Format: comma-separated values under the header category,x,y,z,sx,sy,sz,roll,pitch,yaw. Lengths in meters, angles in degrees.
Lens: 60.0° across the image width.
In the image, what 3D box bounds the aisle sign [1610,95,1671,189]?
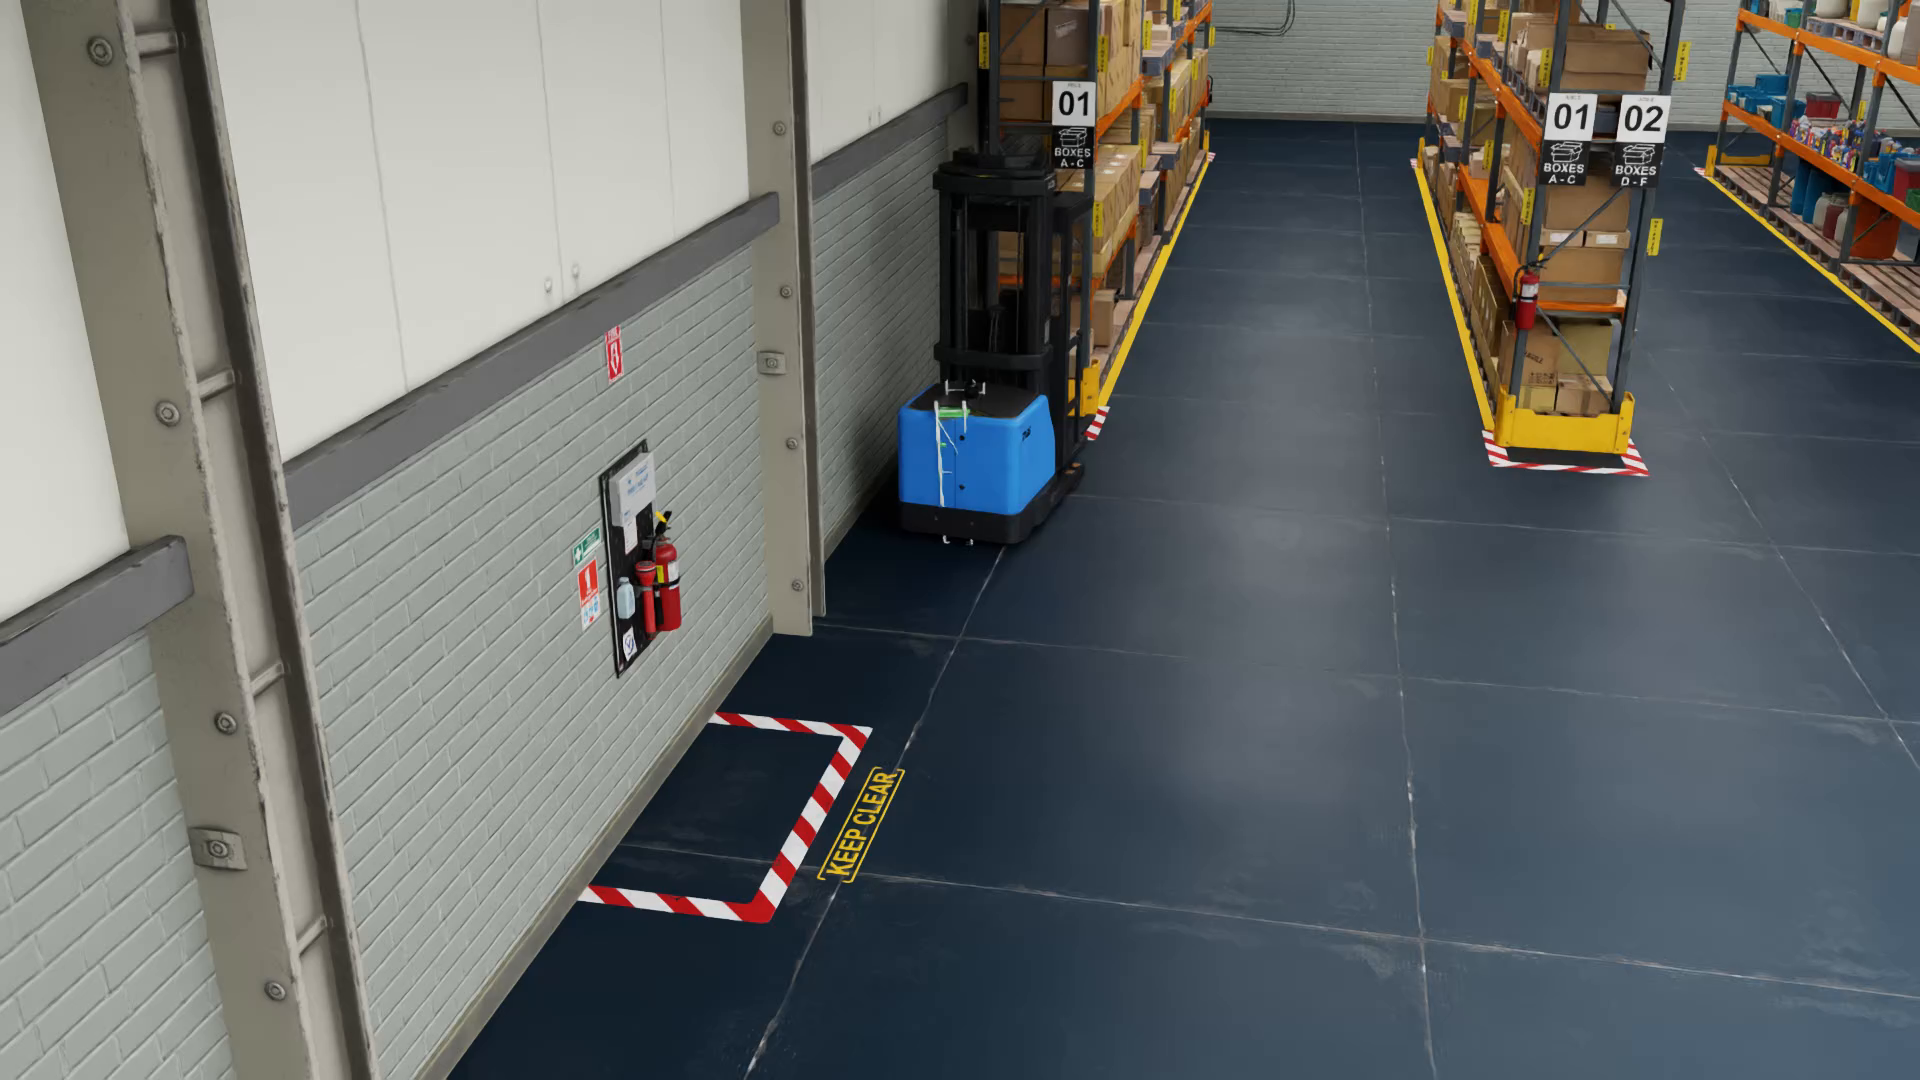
category,x,y,z,sx,sy,sz,roll,pitch,yaw
aisle sign,5.904,-3.455,14.436,0.394,0.787,0.004,4,22,11

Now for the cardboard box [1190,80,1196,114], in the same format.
category,x,y,z,sx,sy,sz,roll,pitch,yaw
cardboard box,3.343,-7.397,27.304,0.980,0.700,0.700,5,22,12

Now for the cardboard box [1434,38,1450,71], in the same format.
category,x,y,z,sx,sy,sz,roll,pitch,yaw
cardboard box,8.434,-8.324,28.534,0.500,0.500,0.500,5,22,11

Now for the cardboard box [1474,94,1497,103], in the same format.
category,x,y,z,sx,sy,sz,roll,pitch,yaw
cardboard box,7.642,-6.022,23.595,0.700,0.500,0.500,9,24,21

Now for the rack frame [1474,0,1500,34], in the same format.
category,x,y,z,sx,sy,sz,roll,pitch,yaw
rack frame,7.250,-8.005,21.184,1.000,3.000,0.127,4,22,11

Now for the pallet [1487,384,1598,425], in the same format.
category,x,y,z,sx,sy,sz,roll,pitch,yaw
pallet,5.732,-1.286,16.263,1.003,0.211,1.213,4,22,11

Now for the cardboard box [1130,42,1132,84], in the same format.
category,x,y,z,sx,sy,sz,roll,pitch,yaw
cardboard box,1.607,-5.195,18.061,0.500,0.500,0.500,3,22,6

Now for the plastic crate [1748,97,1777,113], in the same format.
category,x,y,z,sx,sy,sz,roll,pitch,yaw
plastic crate,13.028,-7.062,27.018,0.416,0.233,0.300,4,22,11

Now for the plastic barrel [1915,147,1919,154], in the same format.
category,x,y,z,sx,sy,sz,roll,pitch,yaw
plastic barrel,12.300,-4.713,20.859,0.600,0.536,0.708,4,22,11

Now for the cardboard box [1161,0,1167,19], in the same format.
category,x,y,z,sx,sy,sz,roll,pitch,yaw
cardboard box,2.625,-7.821,24.020,0.700,0.500,0.500,6,23,14

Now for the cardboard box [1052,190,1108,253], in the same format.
category,x,y,z,sx,sy,sz,roll,pitch,yaw
cardboard box,1.159,-3.112,16.235,0.500,0.500,0.500,4,22,11

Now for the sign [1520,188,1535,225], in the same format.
category,x,y,z,sx,sy,sz,roll,pitch,yaw
sign,5.089,-2.990,14.894,0.100,0.325,0.005,4,22,11

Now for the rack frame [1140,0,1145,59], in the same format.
category,x,y,z,sx,sy,sz,roll,pitch,yaw
rack frame,1.583,-6.918,18.486,1.000,3.000,0.127,4,22,11

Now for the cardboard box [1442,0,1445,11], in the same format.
category,x,y,z,sx,sy,sz,roll,pitch,yaw
cardboard box,8.313,-8.936,27.712,0.500,0.250,0.500,4,22,11

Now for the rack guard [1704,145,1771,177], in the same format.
category,x,y,z,sx,sy,sz,roll,pitch,yaw
rack guard,13.723,-6.619,29.119,1.175,0.500,0.348,4,22,11

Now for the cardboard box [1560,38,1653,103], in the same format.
category,x,y,z,sx,sy,sz,roll,pitch,yaw
cardboard box,5.739,-4.205,14.876,0.797,0.503,0.637,6,23,15

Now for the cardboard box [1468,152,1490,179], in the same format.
category,x,y,z,sx,sy,sz,roll,pitch,yaw
cardboard box,6.878,-4.868,21.546,0.500,0.311,0.500,4,22,10

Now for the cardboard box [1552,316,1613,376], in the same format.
category,x,y,z,sx,sy,sz,roll,pitch,yaw
cardboard box,6.045,-1.926,16.234,0.500,0.500,0.500,4,22,11

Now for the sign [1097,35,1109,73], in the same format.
category,x,y,z,sx,sy,sz,roll,pitch,yaw
sign,1.298,-4.428,15.148,0.100,0.325,0.005,4,22,11

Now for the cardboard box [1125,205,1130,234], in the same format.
category,x,y,z,sx,sy,sz,roll,pitch,yaw
cardboard box,1.586,-3.512,18.233,0.500,0.250,0.500,4,22,11

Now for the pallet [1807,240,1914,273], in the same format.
category,x,y,z,sx,sy,sz,roll,pitch,yaw
pallet,12.218,-3.841,22.608,1.003,0.211,1.213,4,22,11

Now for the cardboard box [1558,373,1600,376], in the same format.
category,x,y,z,sx,sy,sz,roll,pitch,yaw
cardboard box,6.043,-1.578,16.375,0.500,0.250,0.500,4,22,11

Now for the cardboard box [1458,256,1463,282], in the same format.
category,x,y,z,sx,sy,sz,roll,pitch,yaw
cardboard box,6.549,-3.410,20.924,0.500,0.250,0.500,5,22,12

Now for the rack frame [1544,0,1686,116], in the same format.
category,x,y,z,sx,sy,sz,roll,pitch,yaw
rack frame,5.617,-5.079,13.919,1.000,3.000,0.127,4,22,11

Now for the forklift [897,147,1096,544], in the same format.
category,x,y,z,sx,sy,sz,roll,pitch,yaw
forklift,0.462,-1.849,14.021,1.130,2.935,3.031,8,23,18

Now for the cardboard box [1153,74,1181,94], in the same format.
category,x,y,z,sx,sy,sz,roll,pitch,yaw
cardboard box,2.952,-6.666,24.327,0.500,0.250,0.500,5,22,11

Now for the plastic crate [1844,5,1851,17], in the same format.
category,x,y,z,sx,sy,sz,roll,pitch,yaw
plastic crate,13.436,-8.070,25.536,0.497,0.269,0.590,4,22,11

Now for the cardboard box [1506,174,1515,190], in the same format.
category,x,y,z,sx,sy,sz,roll,pitch,yaw
cardboard box,6.087,-3.836,17.862,0.380,0.149,0.250,4,22,10

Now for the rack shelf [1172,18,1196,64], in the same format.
category,x,y,z,sx,sy,sz,roll,pitch,yaw
rack shelf,2.808,-7.387,24.629,1.077,0.370,4.000,4,22,11

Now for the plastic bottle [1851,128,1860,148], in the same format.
category,x,y,z,sx,sy,sz,roll,pitch,yaw
plastic bottle,12.847,-5.762,23.818,0.097,0.271,0.097,0,22,0

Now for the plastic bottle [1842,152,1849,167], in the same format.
category,x,y,z,sx,sy,sz,roll,pitch,yaw
plastic bottle,11.871,-5.092,22.248,0.097,0.201,0.097,0,22,0

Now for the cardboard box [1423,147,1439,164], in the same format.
category,x,y,z,sx,sy,sz,roll,pitch,yaw
cardboard box,8.392,-6.716,29.106,0.500,0.250,0.500,4,22,11

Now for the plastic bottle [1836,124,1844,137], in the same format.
category,x,y,z,sx,sy,sz,roll,pitch,yaw
plastic bottle,13.025,-6.048,24.620,0.097,0.201,0.097,0,22,0

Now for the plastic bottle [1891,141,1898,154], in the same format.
category,x,y,z,sx,sy,sz,roll,pitch,yaw
plastic bottle,12.742,-5.295,22.659,0.097,0.271,0.097,0,22,0

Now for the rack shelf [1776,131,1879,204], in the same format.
category,x,y,z,sx,sy,sz,roll,pitch,yaw
rack shelf,12.506,-5.241,23.314,1.077,0.370,4.000,4,22,11

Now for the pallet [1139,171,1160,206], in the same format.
category,x,y,z,sx,sy,sz,roll,pitch,yaw
pallet,1.882,-4.315,20.309,1.003,0.211,1.213,4,22,11

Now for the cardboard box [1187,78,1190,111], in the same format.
category,x,y,z,sx,sy,sz,roll,pitch,yaw
cardboard box,3.368,-7.067,26.326,0.500,0.500,0.500,4,22,10

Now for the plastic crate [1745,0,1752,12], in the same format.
category,x,y,z,sx,sy,sz,roll,pitch,yaw
plastic crate,13.379,-8.980,27.795,0.497,0.269,0.590,4,22,11

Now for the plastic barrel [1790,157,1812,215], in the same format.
category,x,y,z,sx,sy,sz,roll,pitch,yaw
plastic barrel,12.787,-5.330,24.818,0.600,0.901,0.708,4,22,11

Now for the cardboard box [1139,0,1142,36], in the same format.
category,x,y,z,sx,sy,sz,roll,pitch,yaw
cardboard box,1.747,-5.842,18.330,0.500,0.500,0.500,3,22,6

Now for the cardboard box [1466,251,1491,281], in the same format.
category,x,y,z,sx,sy,sz,roll,pitch,yaw
cardboard box,6.336,-3.299,19.898,0.500,0.311,0.500,5,22,12

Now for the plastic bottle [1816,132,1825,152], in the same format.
category,x,y,z,sx,sy,sz,roll,pitch,yaw
plastic bottle,12.140,-5.607,23.432,0.097,0.271,0.097,0,22,0

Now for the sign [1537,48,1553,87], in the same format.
category,x,y,z,sx,sy,sz,roll,pitch,yaw
sign,5.089,-4.108,14.444,0.100,0.325,0.005,4,22,11

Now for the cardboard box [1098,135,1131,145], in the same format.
category,x,y,z,sx,sy,sz,roll,pitch,yaw
cardboard box,1.721,-4.569,19.961,0.700,0.500,0.500,5,22,11

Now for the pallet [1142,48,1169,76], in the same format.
category,x,y,z,sx,sy,sz,roll,pitch,yaw
pallet,1.814,-5.657,19.621,1.213,0.211,1.003,4,22,11

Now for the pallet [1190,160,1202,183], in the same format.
category,x,y,z,sx,sy,sz,roll,pitch,yaw
pallet,3.694,-6.487,29.179,1.003,0.211,1.213,4,22,11

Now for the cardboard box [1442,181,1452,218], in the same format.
category,x,y,z,sx,sy,sz,roll,pitch,yaw
cardboard box,7.418,-5.008,24.530,0.500,0.500,0.500,4,22,9

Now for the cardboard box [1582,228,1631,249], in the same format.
category,x,y,z,sx,sy,sz,roll,pitch,yaw
cardboard box,5.908,-2.771,15.215,0.380,0.149,0.250,4,22,11

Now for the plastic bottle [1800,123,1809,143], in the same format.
category,x,y,z,sx,sy,sz,roll,pitch,yaw
plastic bottle,12.322,-5.932,24.239,0.097,0.271,0.097,0,22,0

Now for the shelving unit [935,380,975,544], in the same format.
category,x,y,z,sx,sy,sz,roll,pitch,yaw
shelving unit,-0.006,-0.623,13.255,0.258,1.200,0.503,1,24,10

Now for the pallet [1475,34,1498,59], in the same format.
category,x,y,z,sx,sy,sz,roll,pitch,yaw
pallet,7.199,-6.271,21.146,1.213,0.211,1.003,6,23,13

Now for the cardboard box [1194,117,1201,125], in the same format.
category,x,y,z,sx,sy,sz,roll,pitch,yaw
cardboard box,4.139,-7.536,29.965,0.380,0.149,0.250,4,22,10

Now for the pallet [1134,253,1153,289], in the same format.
category,x,y,z,sx,sy,sz,roll,pitch,yaw
pallet,1.988,-3.574,21.946,1.003,0.211,1.213,4,22,11

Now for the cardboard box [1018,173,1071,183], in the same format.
category,x,y,z,sx,sy,sz,roll,pitch,yaw
cardboard box,0.869,-3.521,17.252,0.500,0.500,0.500,4,22,9
